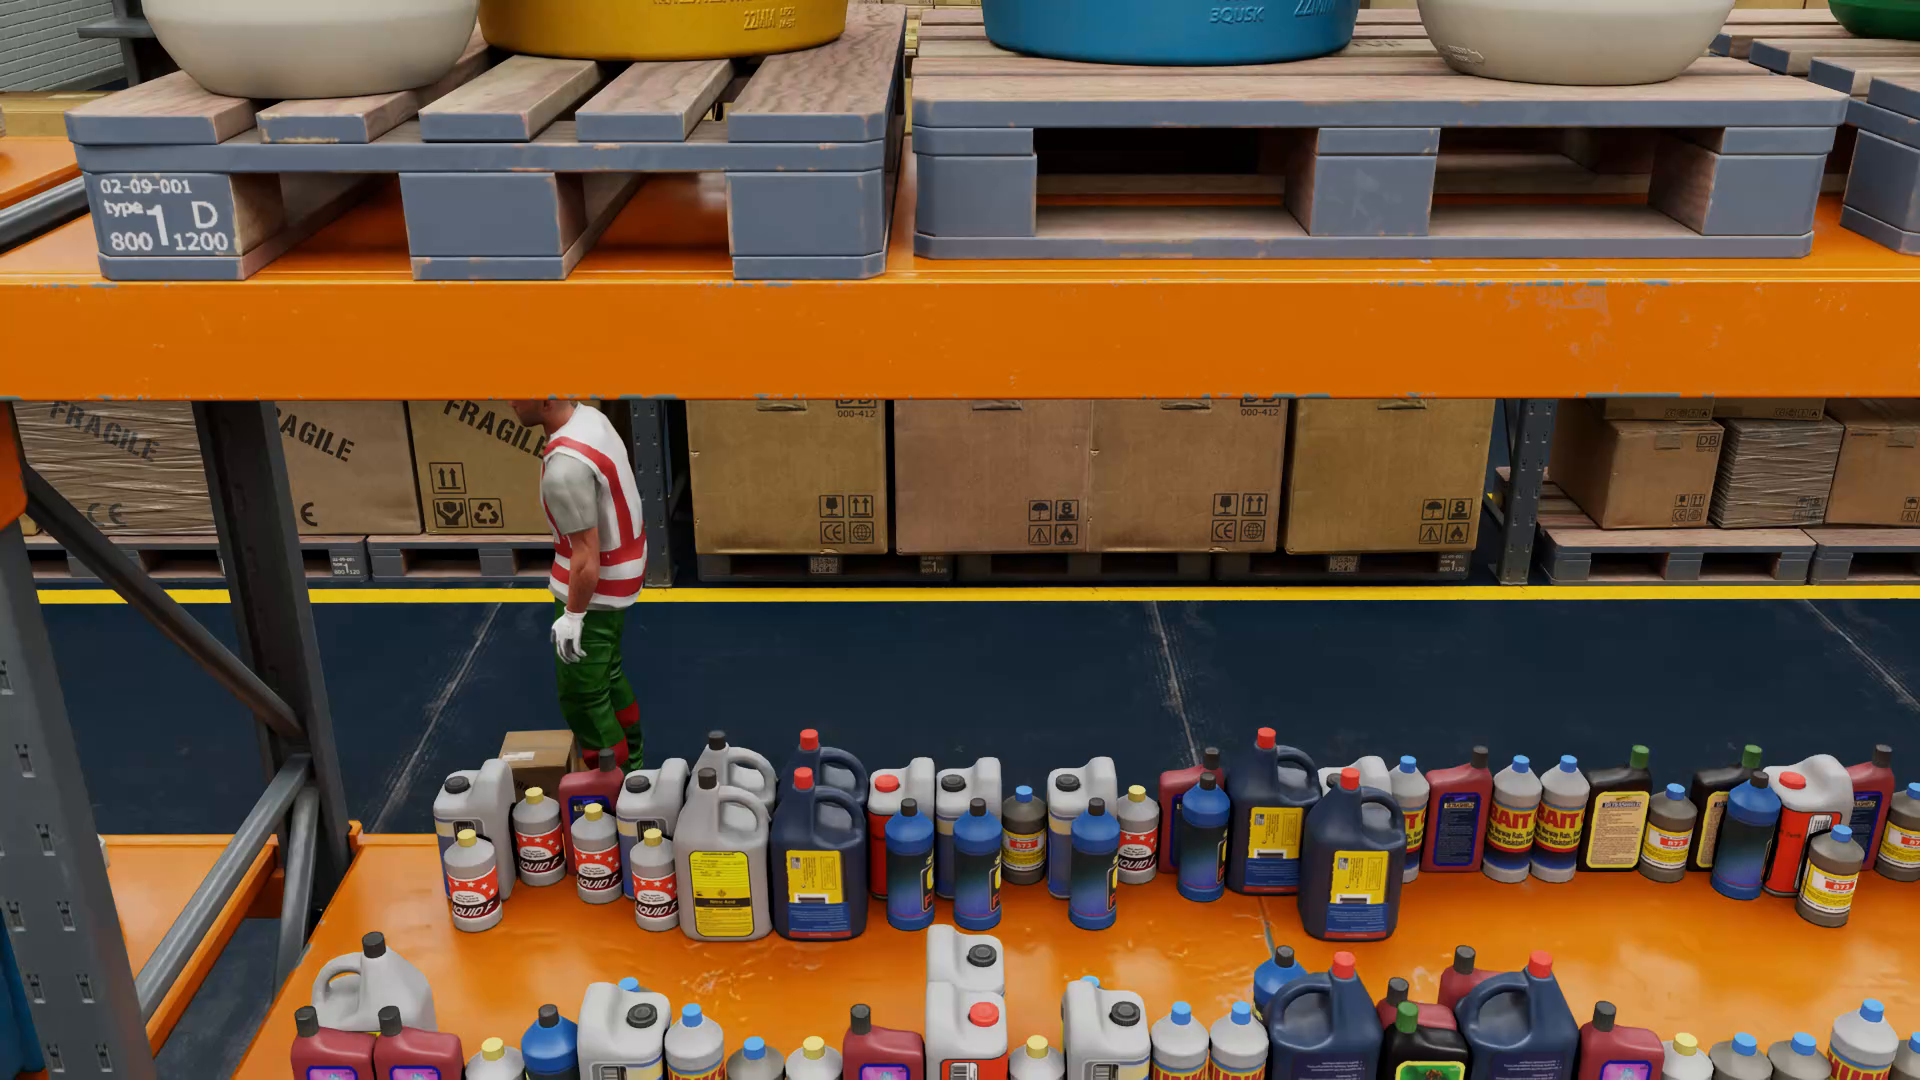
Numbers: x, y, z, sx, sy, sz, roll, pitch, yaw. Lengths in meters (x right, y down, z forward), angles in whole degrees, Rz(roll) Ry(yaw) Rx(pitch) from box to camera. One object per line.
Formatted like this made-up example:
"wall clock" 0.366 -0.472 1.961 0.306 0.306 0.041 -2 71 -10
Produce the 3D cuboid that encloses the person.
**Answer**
"person" -1.297 0.167 5.708 0.451 1.778 0.611 -2 24 -4
